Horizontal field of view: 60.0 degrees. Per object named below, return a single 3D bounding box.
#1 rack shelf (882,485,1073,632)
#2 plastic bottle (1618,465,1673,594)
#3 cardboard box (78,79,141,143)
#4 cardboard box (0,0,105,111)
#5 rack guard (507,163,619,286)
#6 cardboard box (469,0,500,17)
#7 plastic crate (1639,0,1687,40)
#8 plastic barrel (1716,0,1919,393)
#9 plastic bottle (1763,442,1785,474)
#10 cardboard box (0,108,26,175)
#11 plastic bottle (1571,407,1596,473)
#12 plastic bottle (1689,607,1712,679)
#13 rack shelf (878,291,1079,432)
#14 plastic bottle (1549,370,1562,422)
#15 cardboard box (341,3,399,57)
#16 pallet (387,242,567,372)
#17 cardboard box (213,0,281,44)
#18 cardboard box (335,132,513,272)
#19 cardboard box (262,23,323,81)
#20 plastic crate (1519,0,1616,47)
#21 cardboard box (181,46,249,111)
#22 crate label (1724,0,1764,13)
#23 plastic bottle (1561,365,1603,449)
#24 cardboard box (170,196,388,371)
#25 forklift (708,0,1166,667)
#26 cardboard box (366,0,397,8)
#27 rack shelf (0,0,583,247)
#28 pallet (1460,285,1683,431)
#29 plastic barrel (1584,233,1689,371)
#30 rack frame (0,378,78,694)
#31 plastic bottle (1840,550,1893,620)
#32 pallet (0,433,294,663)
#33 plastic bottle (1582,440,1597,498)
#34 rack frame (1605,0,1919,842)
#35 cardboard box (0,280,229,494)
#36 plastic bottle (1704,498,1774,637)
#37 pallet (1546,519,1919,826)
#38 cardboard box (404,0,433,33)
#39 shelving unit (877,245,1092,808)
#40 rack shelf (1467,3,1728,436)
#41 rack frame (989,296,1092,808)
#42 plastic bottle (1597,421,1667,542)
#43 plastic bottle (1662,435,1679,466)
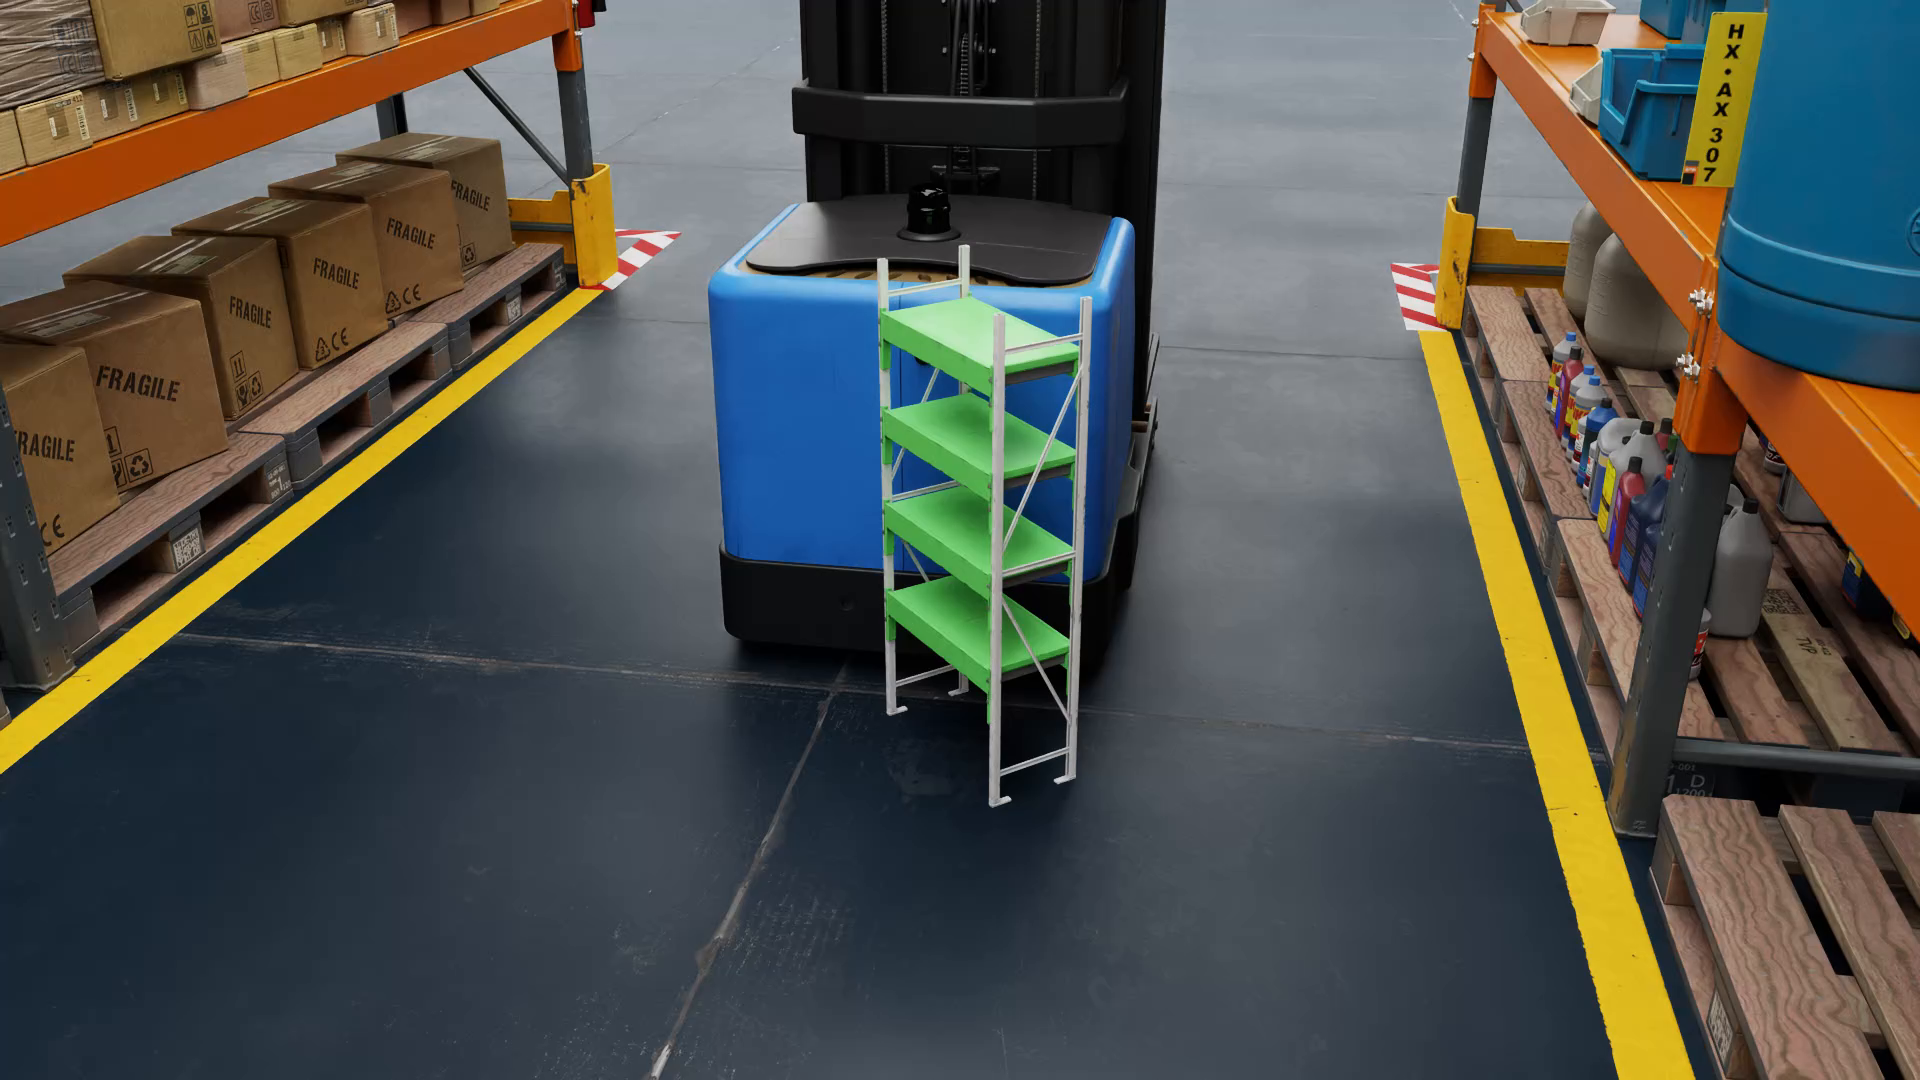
[{"bbox_3d":[0.045,0.026,3.929,0.258,0.148,0.480,-15,29,-29],"label":"rack shelf"},{"bbox_3d":[1.851,-0.039,4.400,0.144,0.351,0.185,3,25,6],"label":"plastic bottle"},{"bbox_3d":[-2.488,-1.178,4.525,0.380,0.149,0.250,4,25,9],"label":"cardboard box"},{"bbox_3d":[-2.753,-1.377,4.184,0.875,0.500,0.500,4,25,9],"label":"cardboard box"},{"bbox_3d":[-2.246,-1.522,7.911,1.175,0.500,0.348,4,25,9],"label":"rack guard"},{"bbox_3d":[-2.108,-2.226,6.763,0.380,0.149,0.250,4,25,9],"label":"cardboard box"},{"bbox_3d":[2.866,-2.045,6.256,0.499,0.251,0.616,4,25,9],"label":"plastic crate"},{"bbox_3d":[1.637,-0.756,2.736,0.600,0.901,0.708,4,25,9],"label":"plastic barrel"},{"bbox_3d":[2.568,-0.315,5.167,0.097,0.201,0.097,0,25,0],"label":"plastic bottle"},{"bbox_3d":[-2.555,-0.968,4.076,0.380,0.149,0.250,4,25,9],"label":"cardboard box"},{"bbox_3d":[1.961,-0.311,5.158,0.097,0.201,0.097,0,25,0],"label":"plastic bottle"},{"bbox_3d":[1.751,0.225,4.012,0.097,0.201,0.097,0,25,0],"label":"plastic bottle"},{"bbox_3d":[0.045,-0.408,3.725,0.258,0.148,0.480,-15,29,-29],"label":"rack shelf"},{"bbox_3d":[2.032,-0.494,5.550,0.097,0.201,0.097,0,25,0],"label":"plastic bottle"},{"bbox_3d":[-2.218,-1.804,5.862,0.380,0.149,0.250,4,25,9],"label":"cardboard box"},{"bbox_3d":[-2.414,-1.054,7.252,1.003,0.211,1.213,4,25,9],"label":"pallet"},{"bbox_3d":[-2.654,-1.799,5.087,0.875,0.500,0.500,4,25,9],"label":"cardboard box"},{"bbox_3d":[-2.352,-1.484,7.335,0.500,0.500,0.500,9,27,18],"label":"cardboard box"},{"bbox_3d":[-2.323,-1.596,5.418,0.380,0.149,0.250,4,25,9],"label":"cardboard box"},{"bbox_3d":[2.189,-1.871,6.020,0.298,0.136,0.250,4,25,9],"label":"plastic crate"},{"bbox_3d":[-2.375,-1.385,4.967,0.380,0.149,0.250,4,25,9],"label":"cardboard box"},{"bbox_3d":[2.619,-1.570,5.024,0.502,0.435,0.616,4,25,9],"label":"crate label"},{"bbox_3d":[1.993,-0.426,5.321,0.097,0.271,0.097,0,25,0],"label":"plastic bottle"},{"bbox_3d":[-2.537,-0.971,6.239,0.500,0.500,0.500,6,26,13],"label":"cardboard box"},{"bbox_3d":[0.106,-1.591,5.191,1.130,2.935,3.031,4,25,9],"label":"forklift"},{"bbox_3d":[-2.438,-2.214,5.973,0.875,0.500,0.500,4,25,9],"label":"cardboard box"},{"bbox_3d":[-2.560,-1.523,5.815,1.077,0.370,4.000,4,25,9],"label":"rack shelf"},{"bbox_3d":[2.549,-0.705,6.507,1.003,0.211,1.213,4,25,9],"label":"pallet"},{"bbox_3d":[2.539,-0.916,6.107,0.421,0.512,0.421,0,25,0],"label":"plastic barrel"},{"bbox_3d":[-2.887,-1.013,3.875,1.000,3.000,0.127,4,25,9],"label":"rack frame"},{"bbox_3d":[2.398,0.012,4.292,0.144,0.351,0.185,4,25,9],"label":"plastic bottle"},{"bbox_3d":[-2.812,-0.033,5.072,1.003,0.211,1.213,4,25,9],"label":"pallet"},{"bbox_3d":[1.927,-0.225,4.975,0.097,0.201,0.097,0,25,0],"label":"plastic bottle"},{"bbox_3d":[1.999,-0.670,3.142,1.000,3.000,0.127,4,25,9],"label":"rack frame"},{"bbox_3d":[-2.696,-0.475,5.181,0.500,0.500,0.500,13,28,25],"label":"cardboard box"},{"bbox_3d":[1.962,0.052,4.207,0.144,0.351,0.185,4,25,9],"label":"plastic bottle"},{"bbox_3d":[2.150,0.315,4.327,1.003,0.211,1.213,4,25,9],"label":"pallet"},{"bbox_3d":[-2.246,-2.021,6.325,0.380,0.149,0.250,4,25,9],"label":"cardboard box"},{"bbox_3d":[0.045,-0.031,3.902,0.258,1.200,0.503,-15,29,-29],"label":"shelving unit"},{"bbox_3d":[2.326,-1.180,5.082,1.077,0.370,4.000,4,25,9],"label":"rack shelf"},{"bbox_3d":[0.174,0.056,3.714,0.240,1.200,0.015,-15,29,-29],"label":"rack frame"},{"bbox_3d":[1.904,-0.174,4.689,0.144,0.351,0.185,4,25,8],"label":"plastic bottle"},{"bbox_3d":[2.009,-0.147,4.711,0.061,0.283,0.133,4,25,9],"label":"plastic bottle"}]
